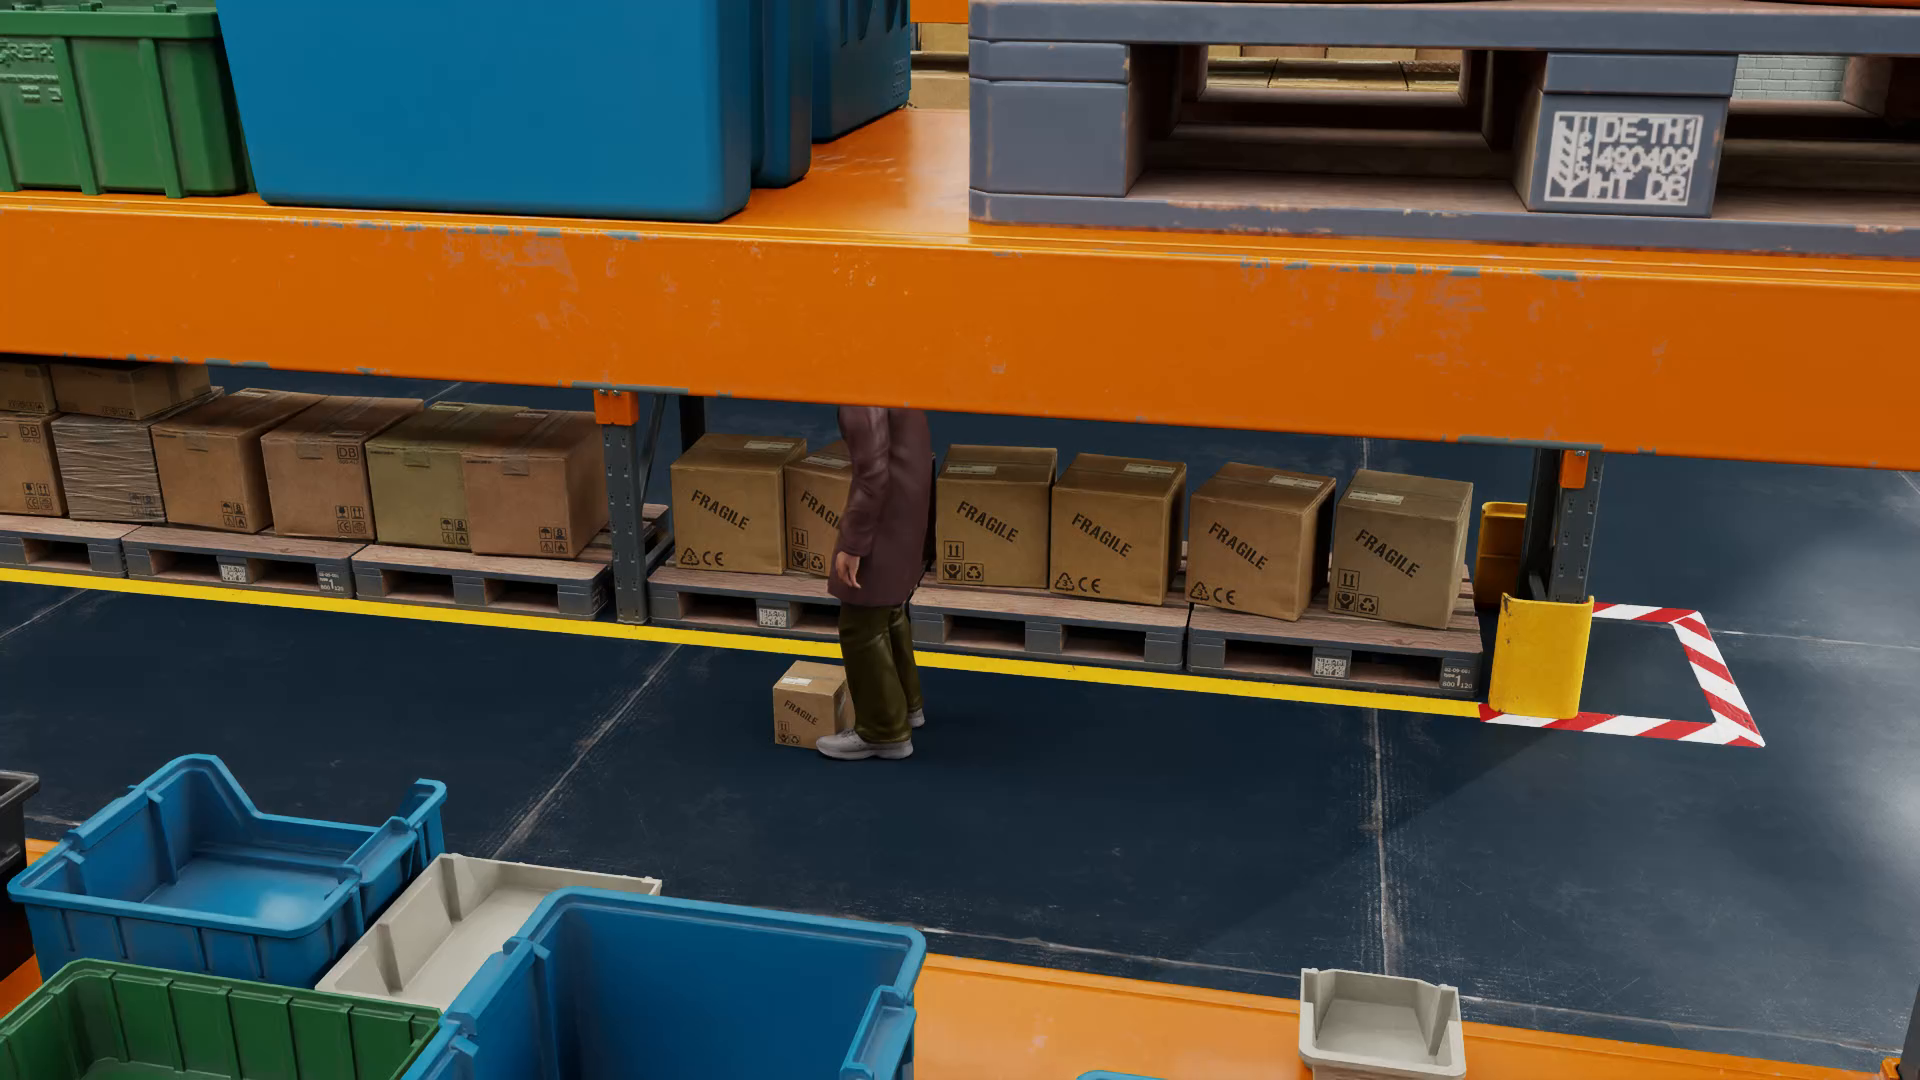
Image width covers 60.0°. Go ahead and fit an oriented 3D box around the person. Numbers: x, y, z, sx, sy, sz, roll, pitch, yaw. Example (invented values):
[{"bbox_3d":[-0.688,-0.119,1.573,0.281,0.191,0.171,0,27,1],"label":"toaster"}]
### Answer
[{"bbox_3d":[-0.325,-0.043,6.217,0.413,1.773,0.640,4,22,11],"label":"person"}]
